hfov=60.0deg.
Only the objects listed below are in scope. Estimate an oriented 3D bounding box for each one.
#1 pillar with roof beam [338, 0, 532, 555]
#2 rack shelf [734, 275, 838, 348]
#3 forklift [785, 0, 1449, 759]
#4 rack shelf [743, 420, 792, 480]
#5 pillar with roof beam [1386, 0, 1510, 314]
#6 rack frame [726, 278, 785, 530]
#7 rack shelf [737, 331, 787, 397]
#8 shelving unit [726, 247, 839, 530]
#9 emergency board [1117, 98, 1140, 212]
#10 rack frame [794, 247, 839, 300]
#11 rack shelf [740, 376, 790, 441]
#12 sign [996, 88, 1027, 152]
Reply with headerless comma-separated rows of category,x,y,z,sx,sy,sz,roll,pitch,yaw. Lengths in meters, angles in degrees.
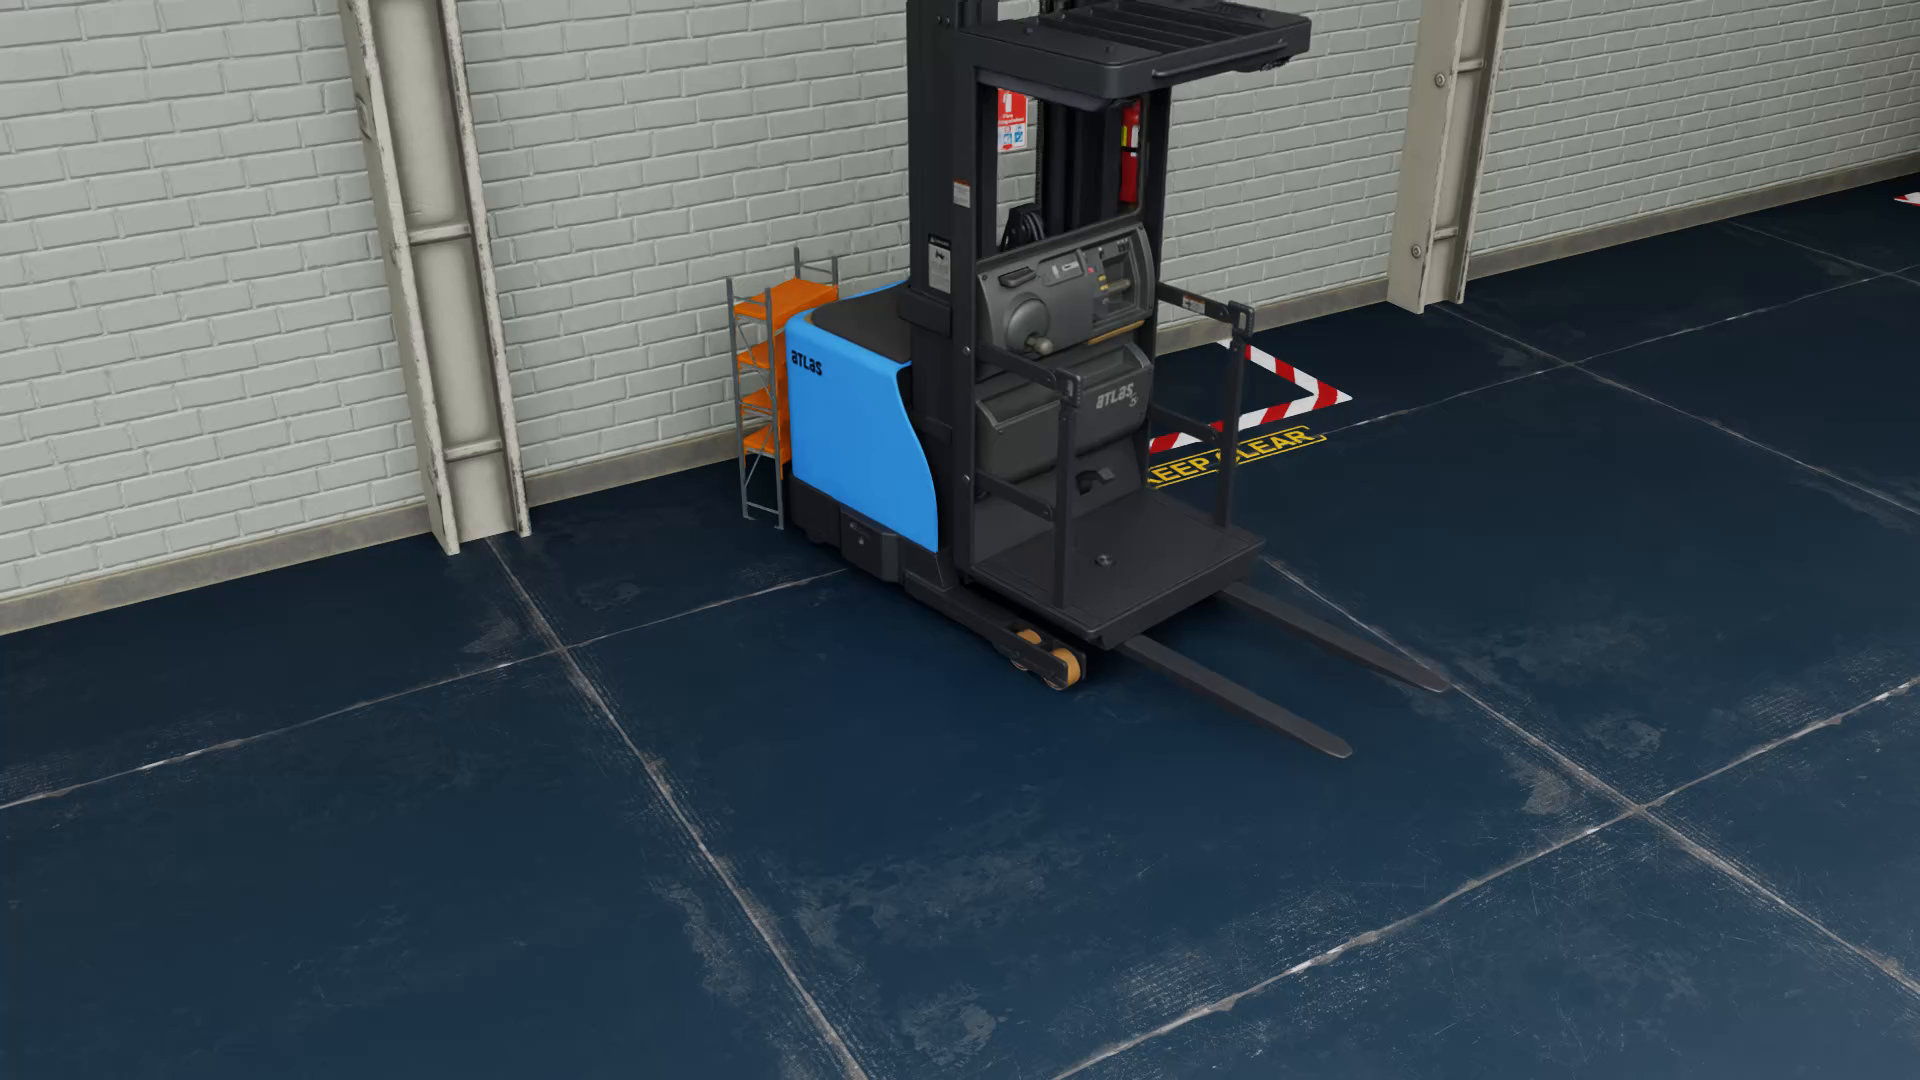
pillar with roof beam,-0.072,-2.188,2.400,0.400,9.000,9.100,-16,33,-26
rack shelf,-0.800,-1.048,7.594,0.258,0.148,0.480,17,33,28
forklift,0.579,-0.962,6.460,1.130,2.935,3.031,-24,37,-36
rack shelf,-0.800,-0.471,7.912,0.258,0.148,0.480,17,33,28
pillar with roof beam,5.101,-3.656,5.062,0.400,9.000,9.100,-16,33,-26
rack frame,-0.932,-0.605,7.605,0.240,1.200,0.015,17,33,28
rack shelf,-0.800,-0.841,7.708,0.258,0.148,0.480,17,33,28
shelving unit,-0.800,-0.704,7.784,0.258,1.200,0.503,17,33,28
emergency board,0.770,-2.234,8.694,0.643,1.169,0.194,-16,33,-26
rack frame,-0.668,-0.803,7.964,0.240,1.200,0.015,17,33,28
rack shelf,-0.800,-0.645,7.817,0.258,0.148,0.480,17,33,28
sign,0.241,-2.157,8.518,0.234,0.329,0.001,-16,33,-26
